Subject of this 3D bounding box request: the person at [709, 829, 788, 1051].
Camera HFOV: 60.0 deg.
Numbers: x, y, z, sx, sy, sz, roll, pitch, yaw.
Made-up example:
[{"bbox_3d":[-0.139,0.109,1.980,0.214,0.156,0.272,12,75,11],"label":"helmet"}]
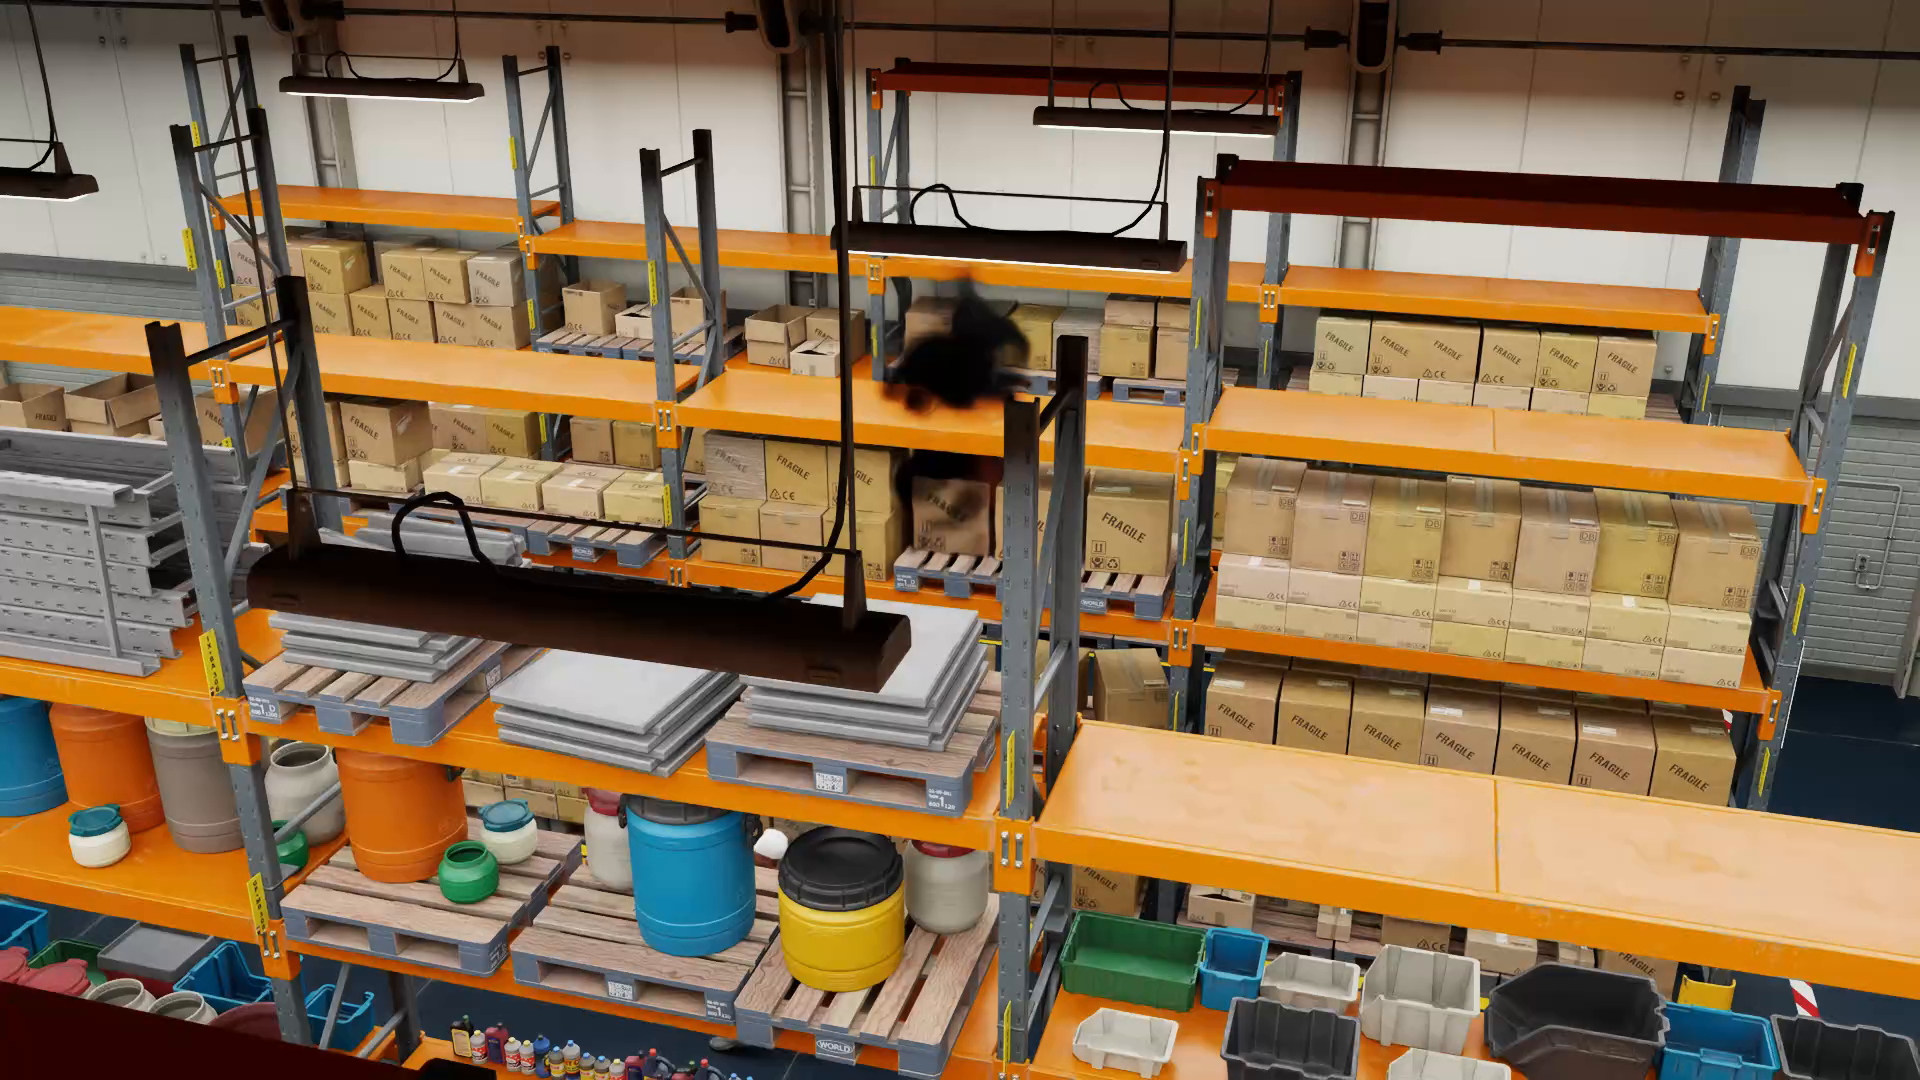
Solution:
[{"bbox_3d":[-1.324,2.802,11.660,0.949,1.777,0.657,2,23,4],"label":"person"}]
